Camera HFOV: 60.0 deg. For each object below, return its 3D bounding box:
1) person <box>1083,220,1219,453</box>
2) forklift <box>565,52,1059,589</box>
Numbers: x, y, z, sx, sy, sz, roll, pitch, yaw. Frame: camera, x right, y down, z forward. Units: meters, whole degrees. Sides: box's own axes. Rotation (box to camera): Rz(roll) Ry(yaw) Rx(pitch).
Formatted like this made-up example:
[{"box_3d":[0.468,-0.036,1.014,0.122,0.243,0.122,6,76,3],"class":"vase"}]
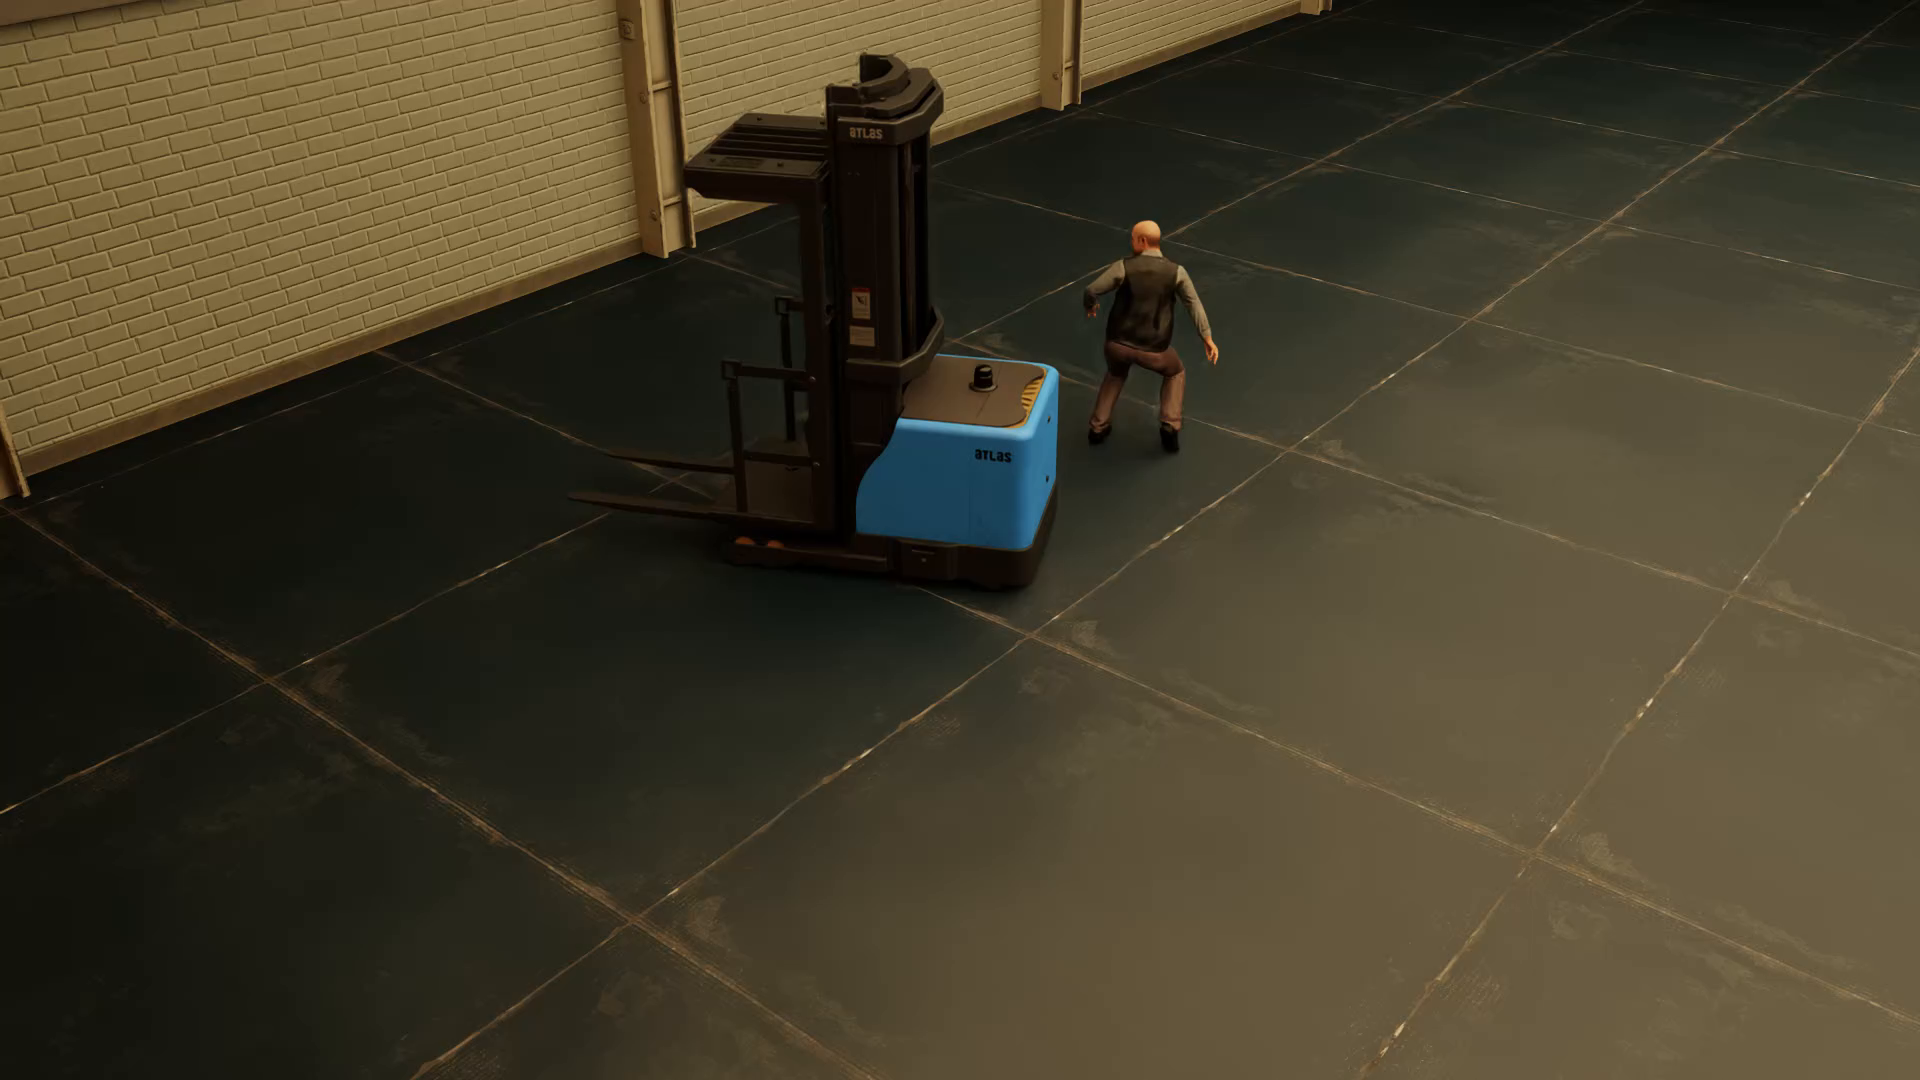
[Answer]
[{"box_3d":[1.296,-1.350,11.346,0.967,1.607,0.502,7,31,12],"class":"person"},{"box_3d":[-0.952,-1.345,9.897,3.031,2.935,1.130,6,31,11],"class":"forklift"}]
